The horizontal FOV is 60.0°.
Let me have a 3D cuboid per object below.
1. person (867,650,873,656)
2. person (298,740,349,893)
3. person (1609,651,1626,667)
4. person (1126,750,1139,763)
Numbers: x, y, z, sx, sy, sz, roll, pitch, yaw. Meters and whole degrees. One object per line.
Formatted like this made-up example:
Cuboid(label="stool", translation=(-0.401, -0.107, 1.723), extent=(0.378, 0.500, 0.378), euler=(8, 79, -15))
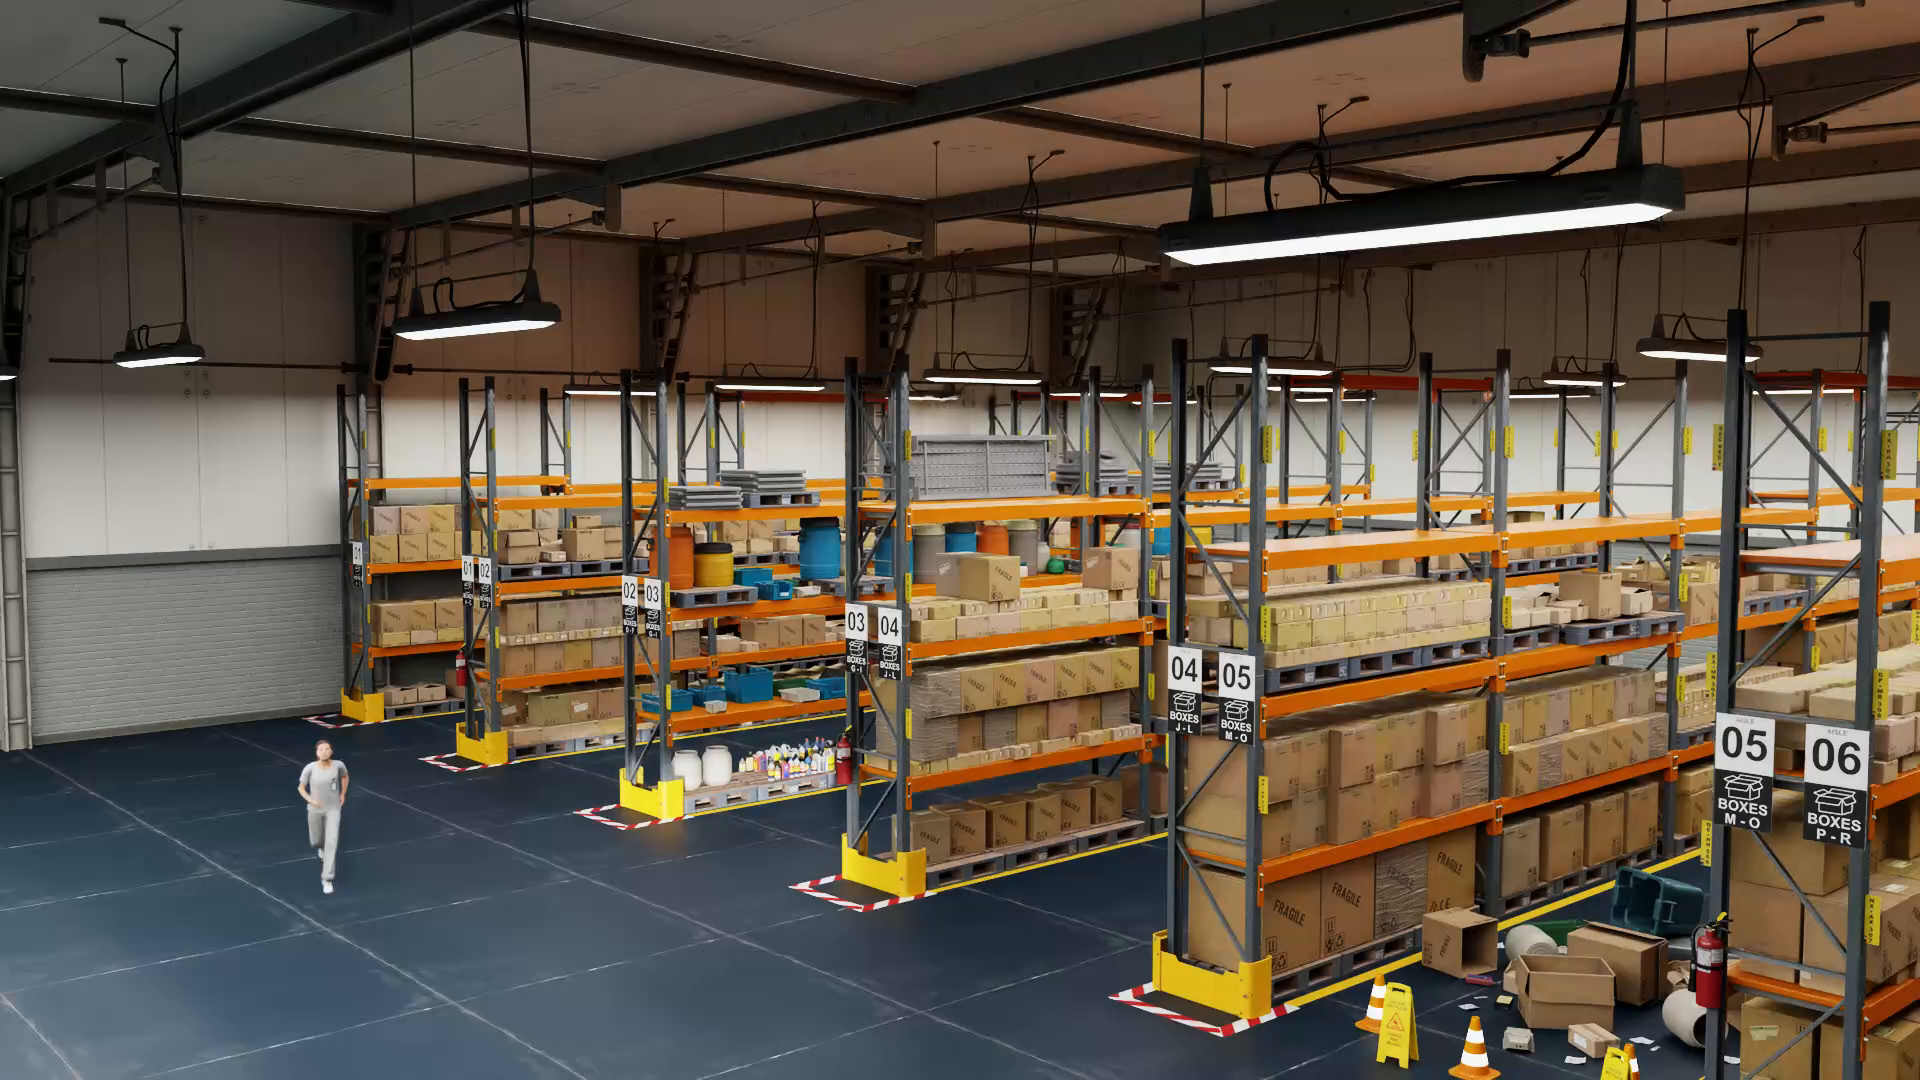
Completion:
Cuboid(label="person", translation=(-1.939, 2.028, 34.063), extent=(0.846, 1.806, 0.686), euler=(-4, 5, -44))
Cuboid(label="person", translation=(-7.286, 3.106, 19.054), extent=(0.538, 1.662, 1.094), euler=(-1, 4, -17))
Cuboid(label="person", translation=(11.826, 2.300, 30.205), extent=(0.681, 1.771, 0.812), euler=(-2, 4, -22))
Cuboid(label="person", translation=(2.649, 2.730, 24.471), extent=(0.595, 1.652, 0.539), euler=(3, 5, 42))
